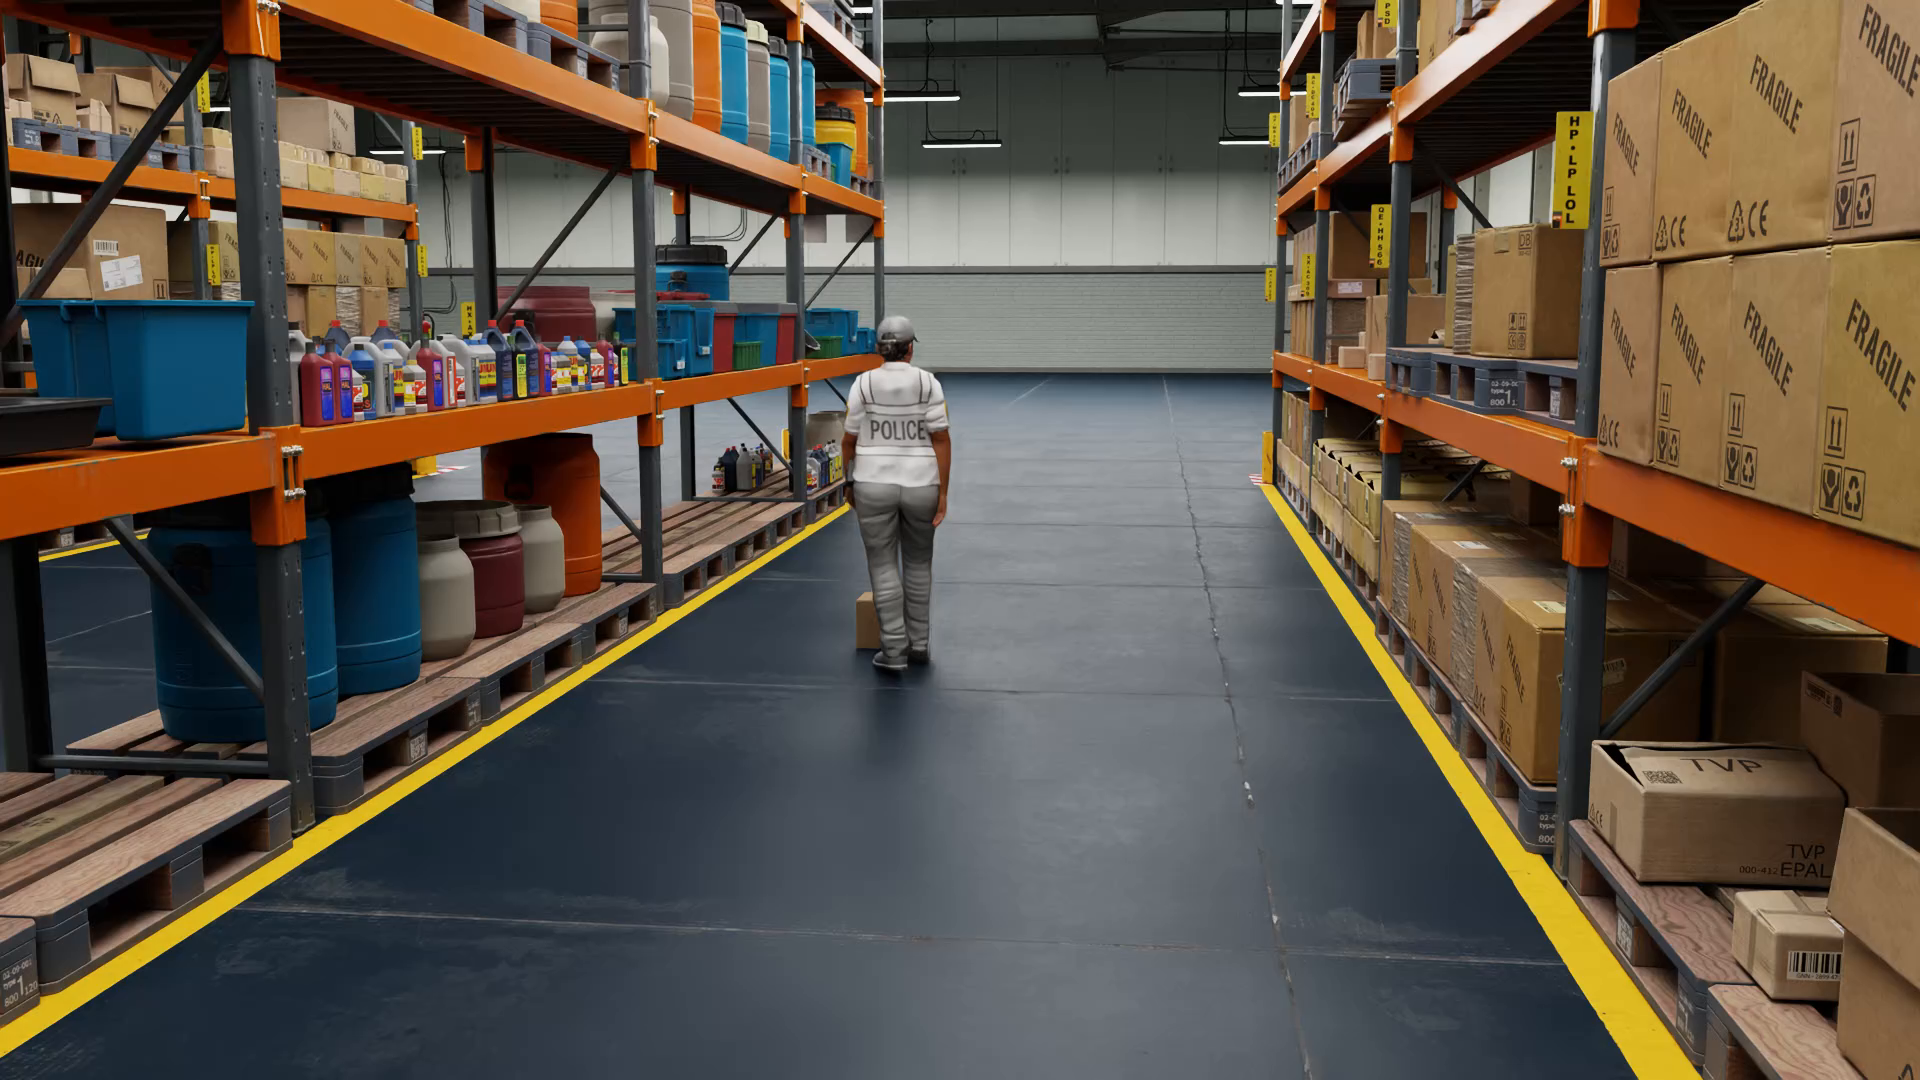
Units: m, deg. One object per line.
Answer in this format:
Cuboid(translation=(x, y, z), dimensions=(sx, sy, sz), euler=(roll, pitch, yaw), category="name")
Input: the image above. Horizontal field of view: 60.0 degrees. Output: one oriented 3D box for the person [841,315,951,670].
Cuboid(translation=(-0.321, -0.194, 7.881), dimensions=(0.486, 1.729, 0.580), euler=(-2, 8, -14), category="person")
